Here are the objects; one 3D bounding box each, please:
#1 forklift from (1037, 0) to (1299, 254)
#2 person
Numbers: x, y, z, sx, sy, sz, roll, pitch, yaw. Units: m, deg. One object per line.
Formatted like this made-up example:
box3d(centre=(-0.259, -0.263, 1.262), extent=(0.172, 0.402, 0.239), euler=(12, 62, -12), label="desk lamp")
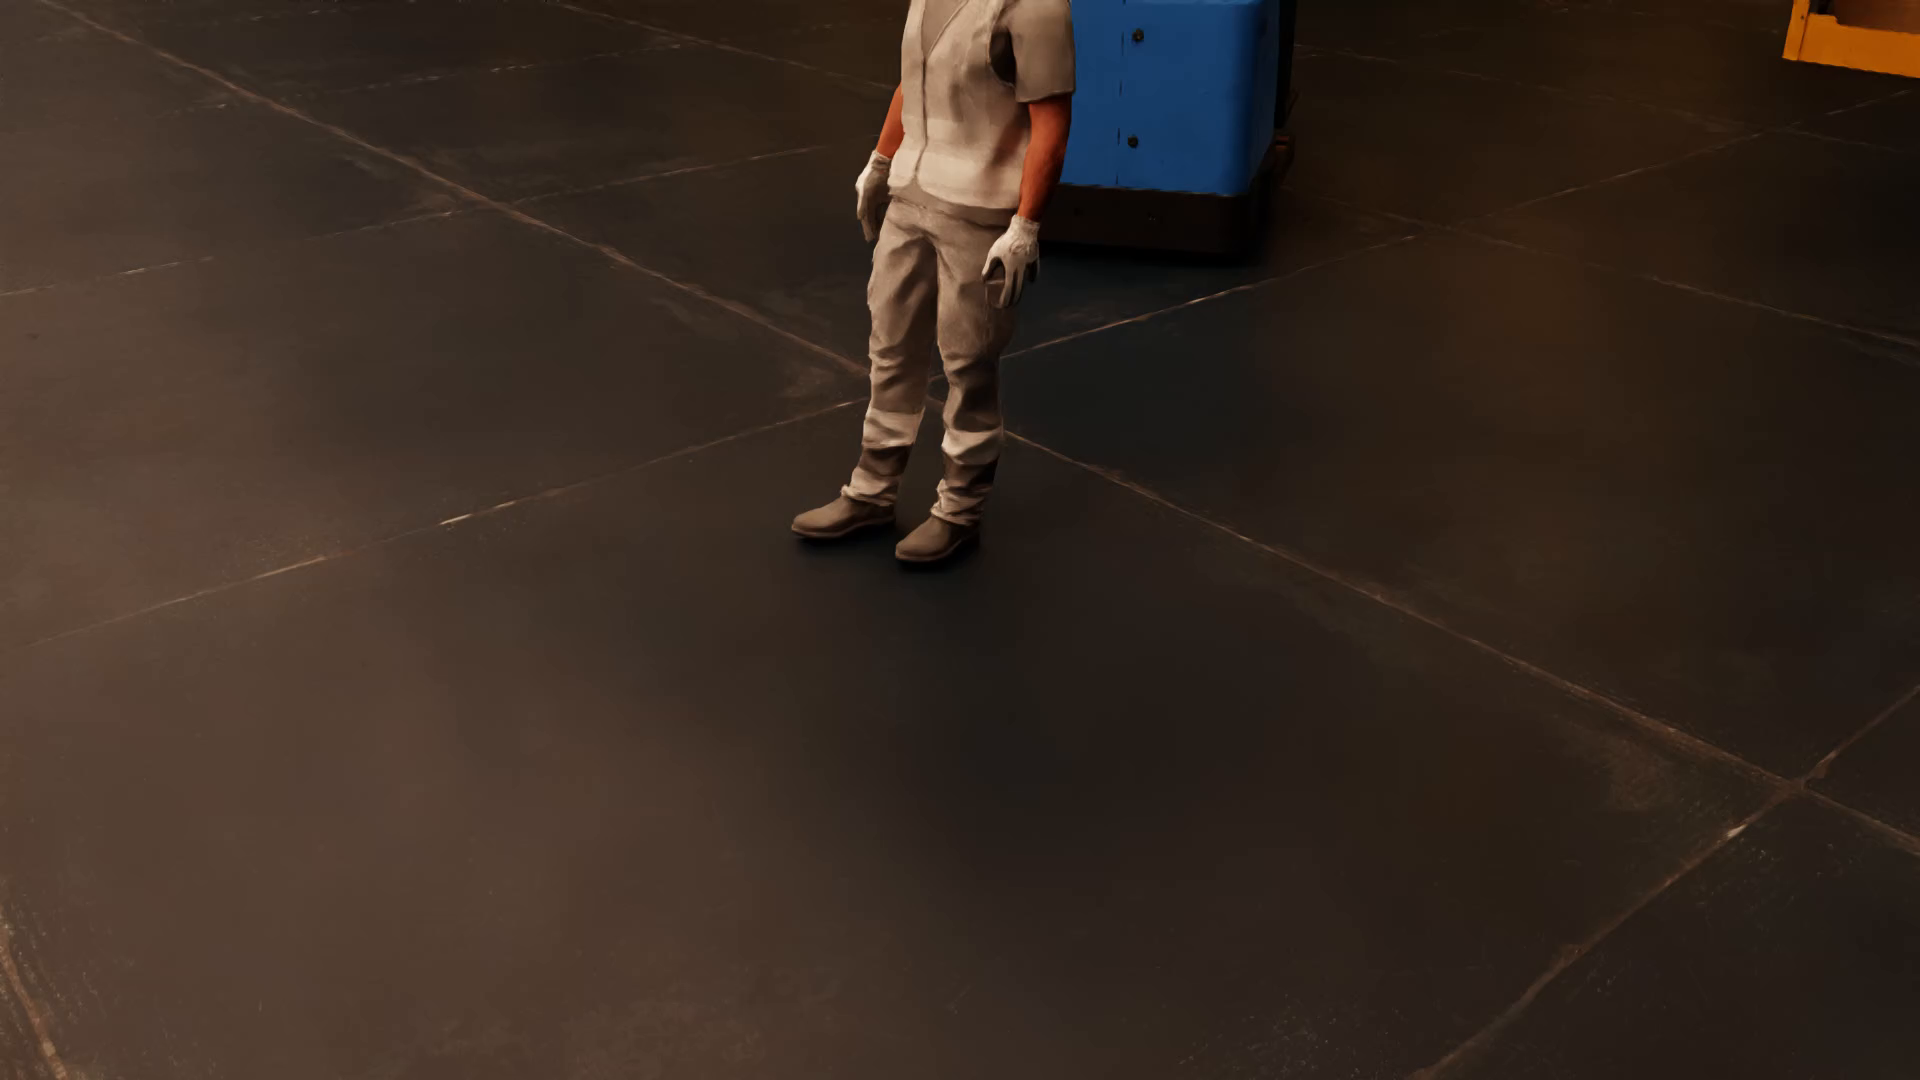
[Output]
box3d(centre=(1.024, -3.088, 7.429), extent=(1.130, 2.935, 3.031), euler=(7, 27, 14), label="forklift")
box3d(centre=(-0.069, -0.788, 4.062), extent=(0.563, 1.787, 0.637), euler=(-20, 33, -35), label="person")
